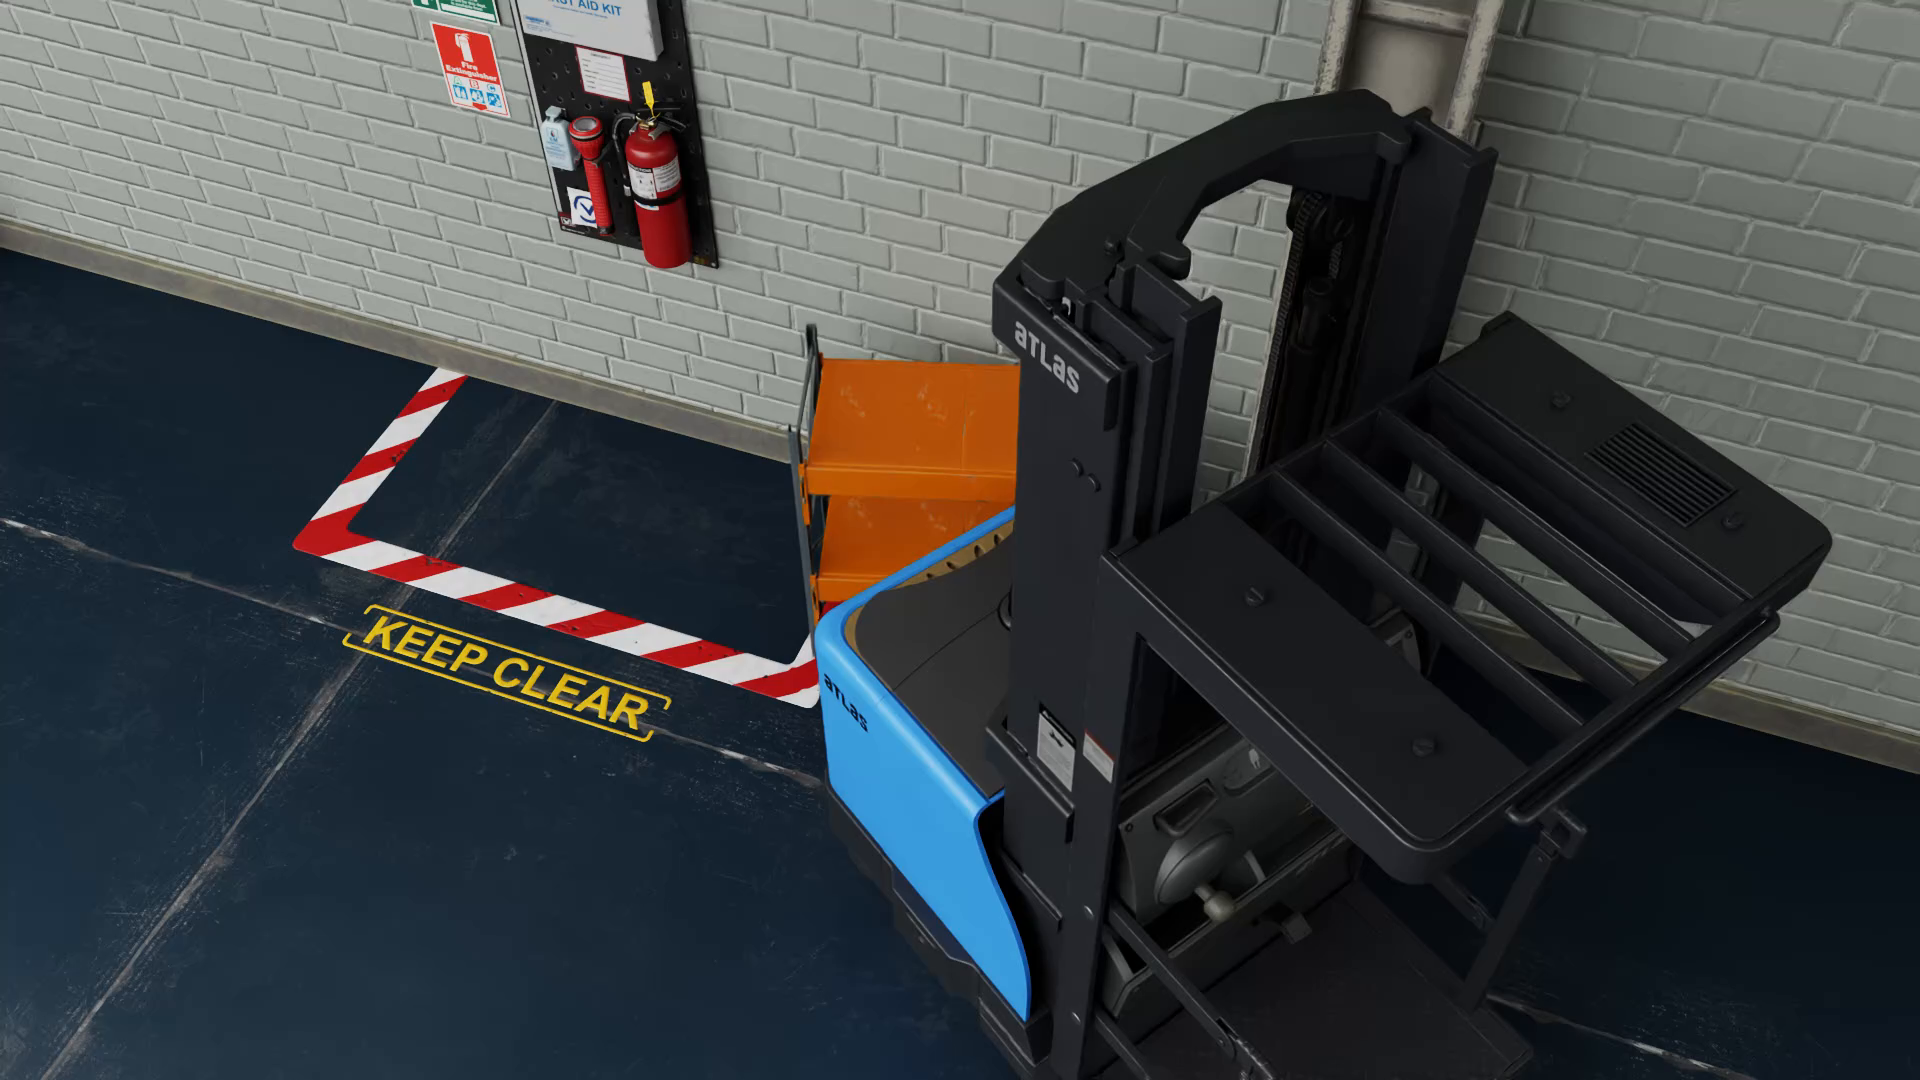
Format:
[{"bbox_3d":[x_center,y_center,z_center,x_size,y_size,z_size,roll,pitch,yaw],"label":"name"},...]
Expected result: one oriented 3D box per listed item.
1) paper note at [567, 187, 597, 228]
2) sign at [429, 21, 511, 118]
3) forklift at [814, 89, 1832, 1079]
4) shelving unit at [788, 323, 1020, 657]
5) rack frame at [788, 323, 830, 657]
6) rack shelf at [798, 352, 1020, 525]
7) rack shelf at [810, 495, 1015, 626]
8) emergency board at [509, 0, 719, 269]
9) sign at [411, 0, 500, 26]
[{"bbox_3d":[-1.312,-1.164,5.856,0.142,0.148,0.016,16,51,13],"label":"paper note"},{"bbox_3d":[-1.653,-1.586,5.616,0.234,0.329,0.001,16,51,13],"label":"sign"},{"bbox_3d":[0.864,0.637,3.758,1.130,2.935,3.031,-30,55,-23],"label":"forklift"},{"bbox_3d":[0.014,-0.120,5.610,1.048,1.125,0.538,3,49,2],"label":"shelving unit"},{"bbox_3d":[-0.494,-0.142,5.629,0.032,1.125,0.500,3,49,2],"label":"rack frame"},{"bbox_3d":[0.014,-0.312,5.388,1.000,0.278,0.538,3,49,2],"label":"rack shelf"},{"bbox_3d":[0.014,0.040,5.794,1.000,0.278,0.538,3,49,2],"label":"rack shelf"},{"bbox_3d":[-1.170,-1.357,5.441,0.643,1.169,0.194,16,51,13],"label":"emergency board"},{"bbox_3d":[-1.652,-1.752,5.410,0.331,0.109,0.001,16,51,13],"label":"sign"}]
